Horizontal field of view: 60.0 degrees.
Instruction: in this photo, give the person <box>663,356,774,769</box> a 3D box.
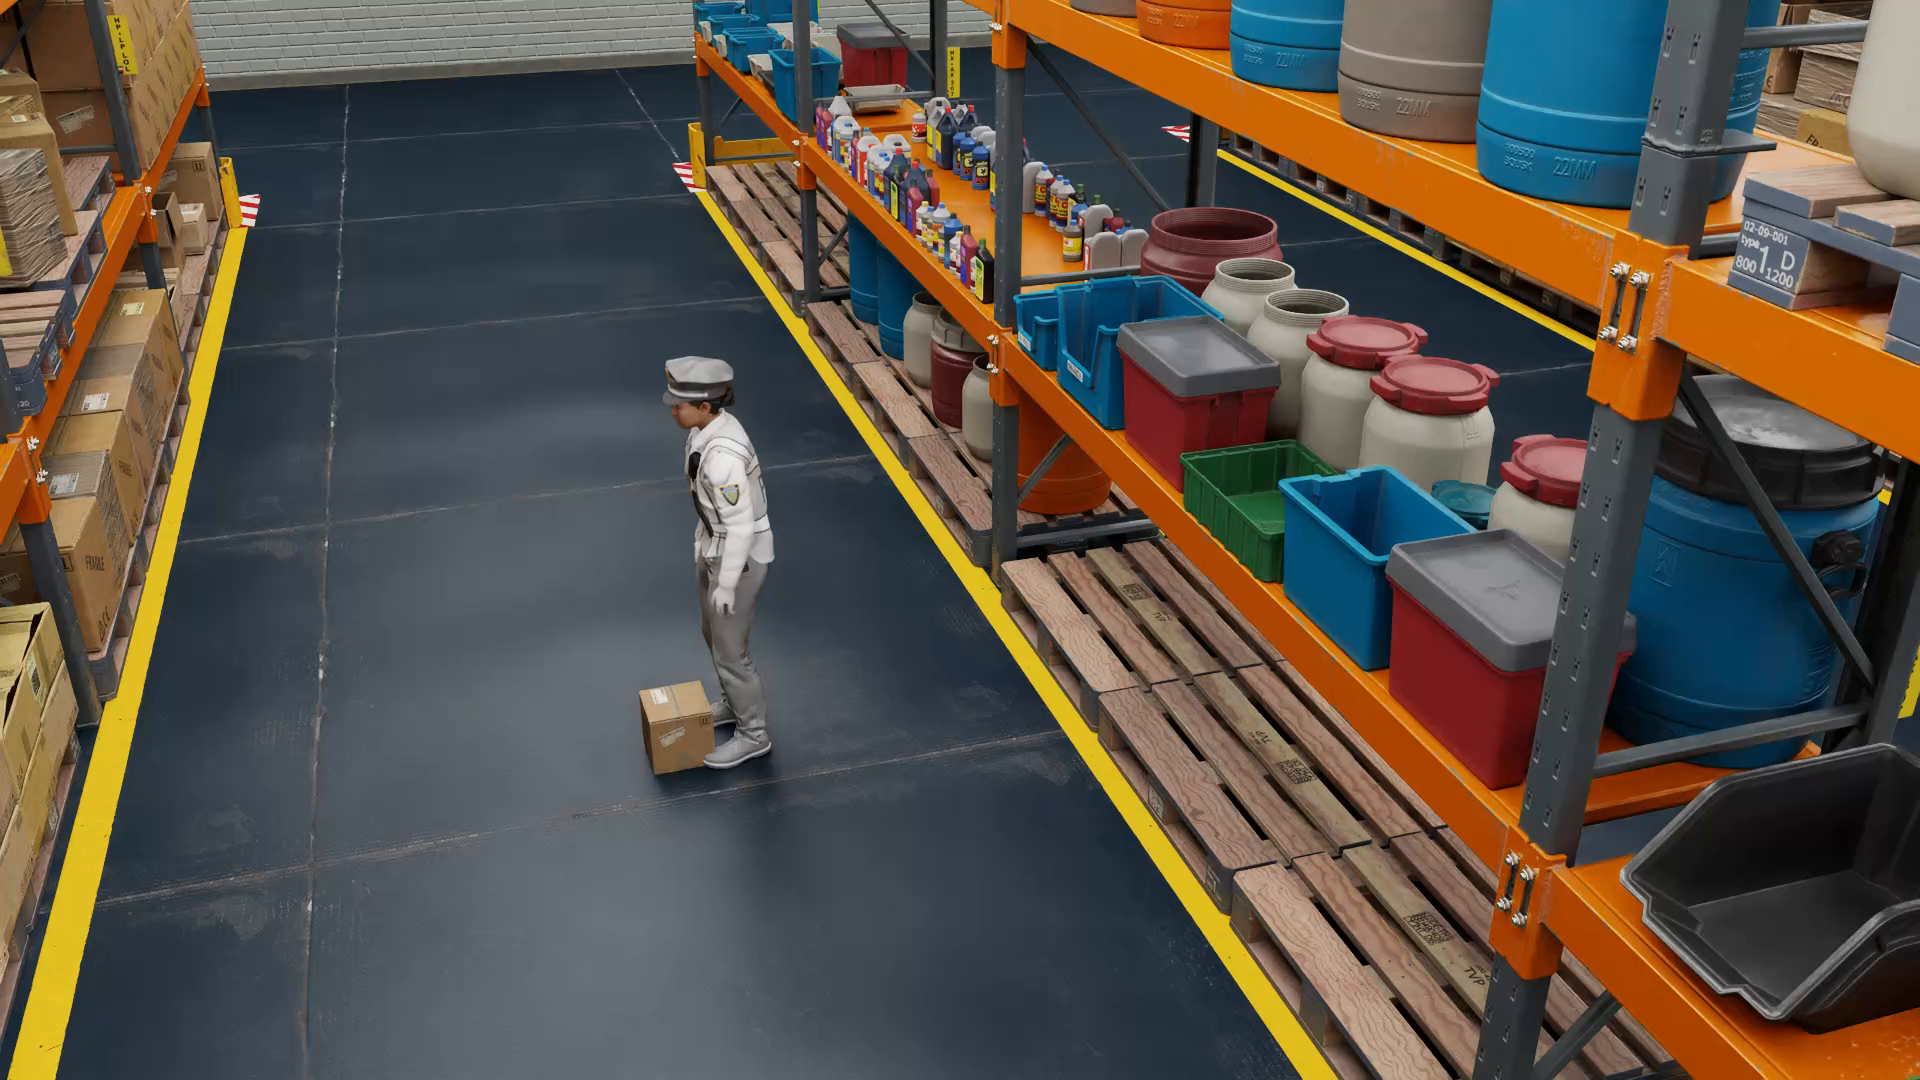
[{"bbox_3d":[-0.912,0.083,6.444,0.371,1.664,0.529,-8,28,-16],"label":"person"}]
